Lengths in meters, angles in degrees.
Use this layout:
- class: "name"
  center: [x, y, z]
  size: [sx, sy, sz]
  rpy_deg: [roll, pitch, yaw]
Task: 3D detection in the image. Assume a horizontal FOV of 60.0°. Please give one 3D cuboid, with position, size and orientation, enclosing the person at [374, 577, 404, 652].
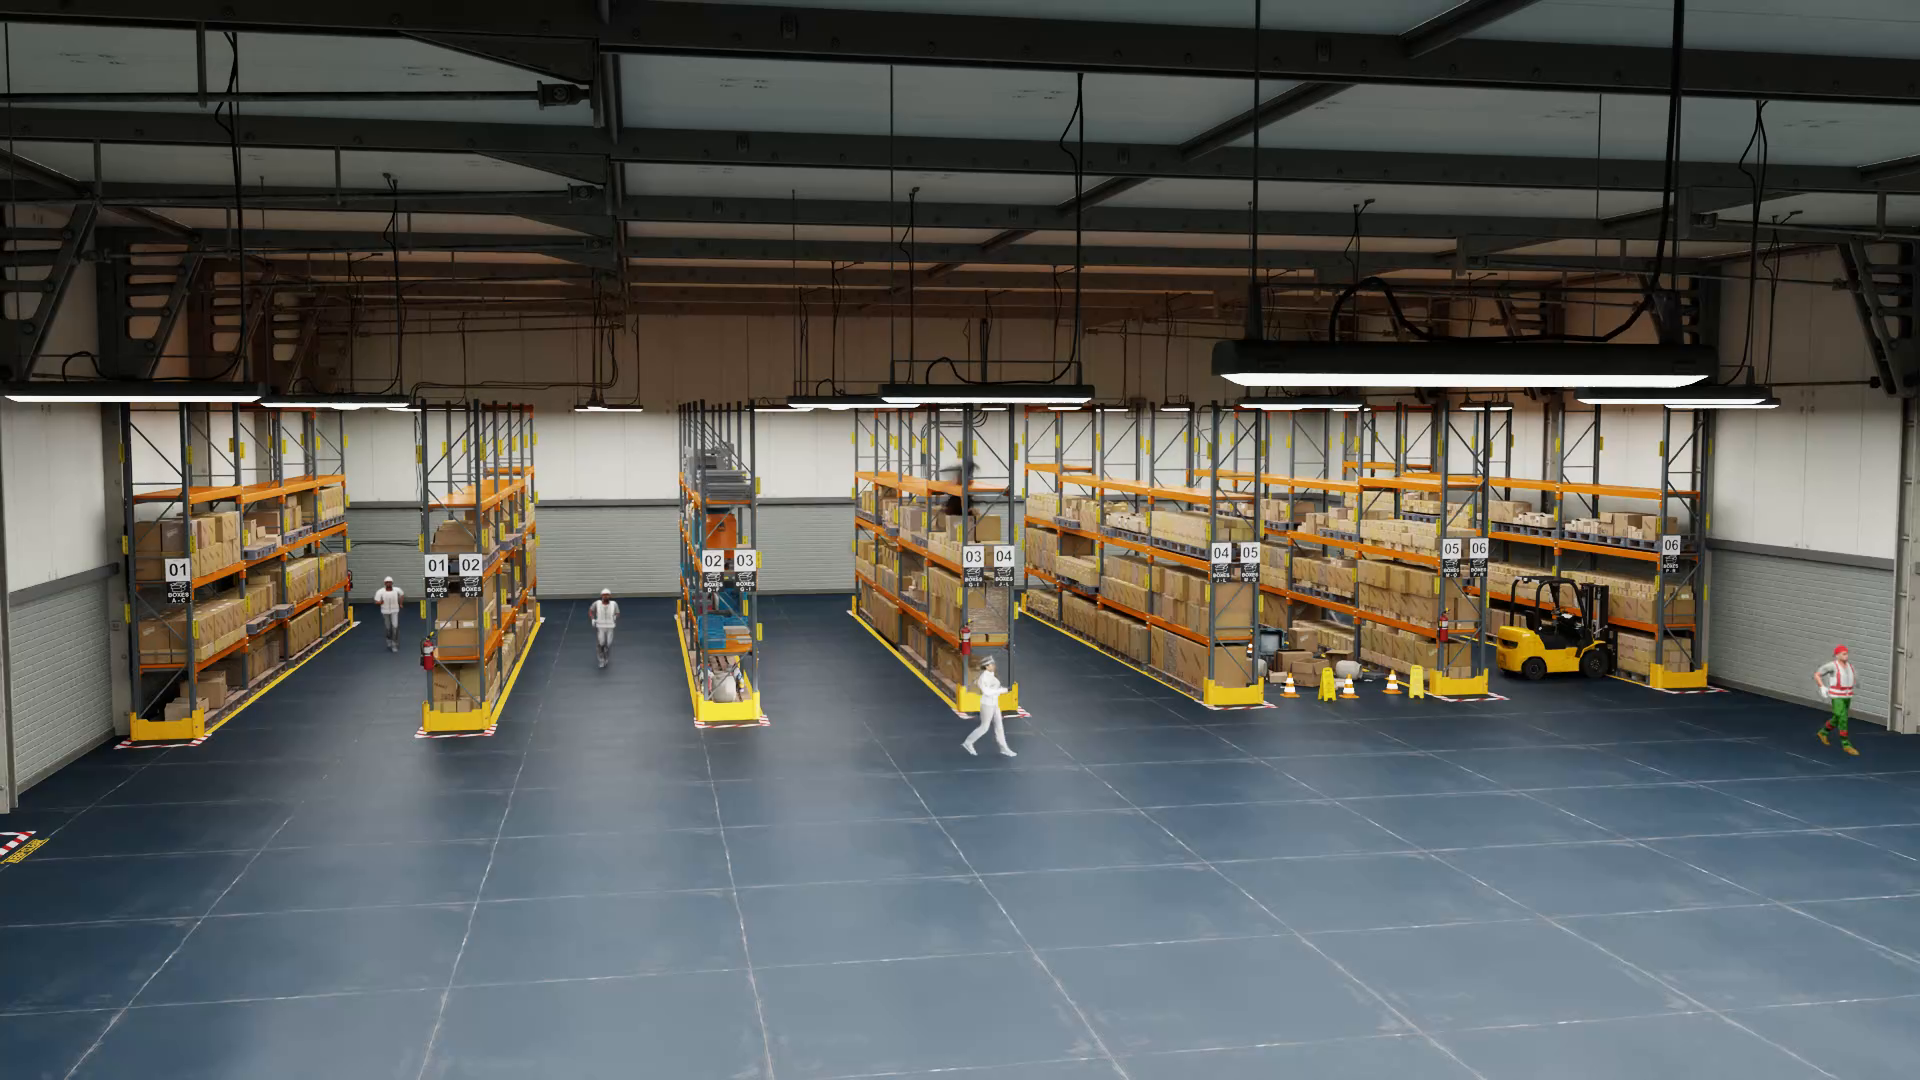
- class: "person"
  center: [-13.847, 1.794, 40.366]
  size: [0.681, 1.824, 0.830]
  rpy_deg: [-1, 5, -18]

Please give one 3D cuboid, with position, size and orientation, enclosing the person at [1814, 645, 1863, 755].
- class: "person"
  center: [14.901, 2.670, 28.152]
  size: [0.667, 1.779, 0.974]
  rpy_deg: [-1, 5, -18]

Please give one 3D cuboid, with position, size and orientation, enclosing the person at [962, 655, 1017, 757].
- class: "person"
  center: [0.502, 2.754, 27.629]
  size: [0.891, 1.688, 0.610]
  rpy_deg: [1, 4, 15]

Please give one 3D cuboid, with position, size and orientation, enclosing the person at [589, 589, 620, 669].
- class: "person"
  center: [-8.010, 2.008, 37.579]
  size: [0.655, 1.807, 0.729]
  rpy_deg: [-2, 5, -22]

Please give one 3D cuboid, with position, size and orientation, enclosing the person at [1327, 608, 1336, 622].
- class: "person"
  center: [9.840, 1.539, 44.056]
  size: [0.598, 1.713, 0.879]
  rpy_deg: [-1, 4, -16]
